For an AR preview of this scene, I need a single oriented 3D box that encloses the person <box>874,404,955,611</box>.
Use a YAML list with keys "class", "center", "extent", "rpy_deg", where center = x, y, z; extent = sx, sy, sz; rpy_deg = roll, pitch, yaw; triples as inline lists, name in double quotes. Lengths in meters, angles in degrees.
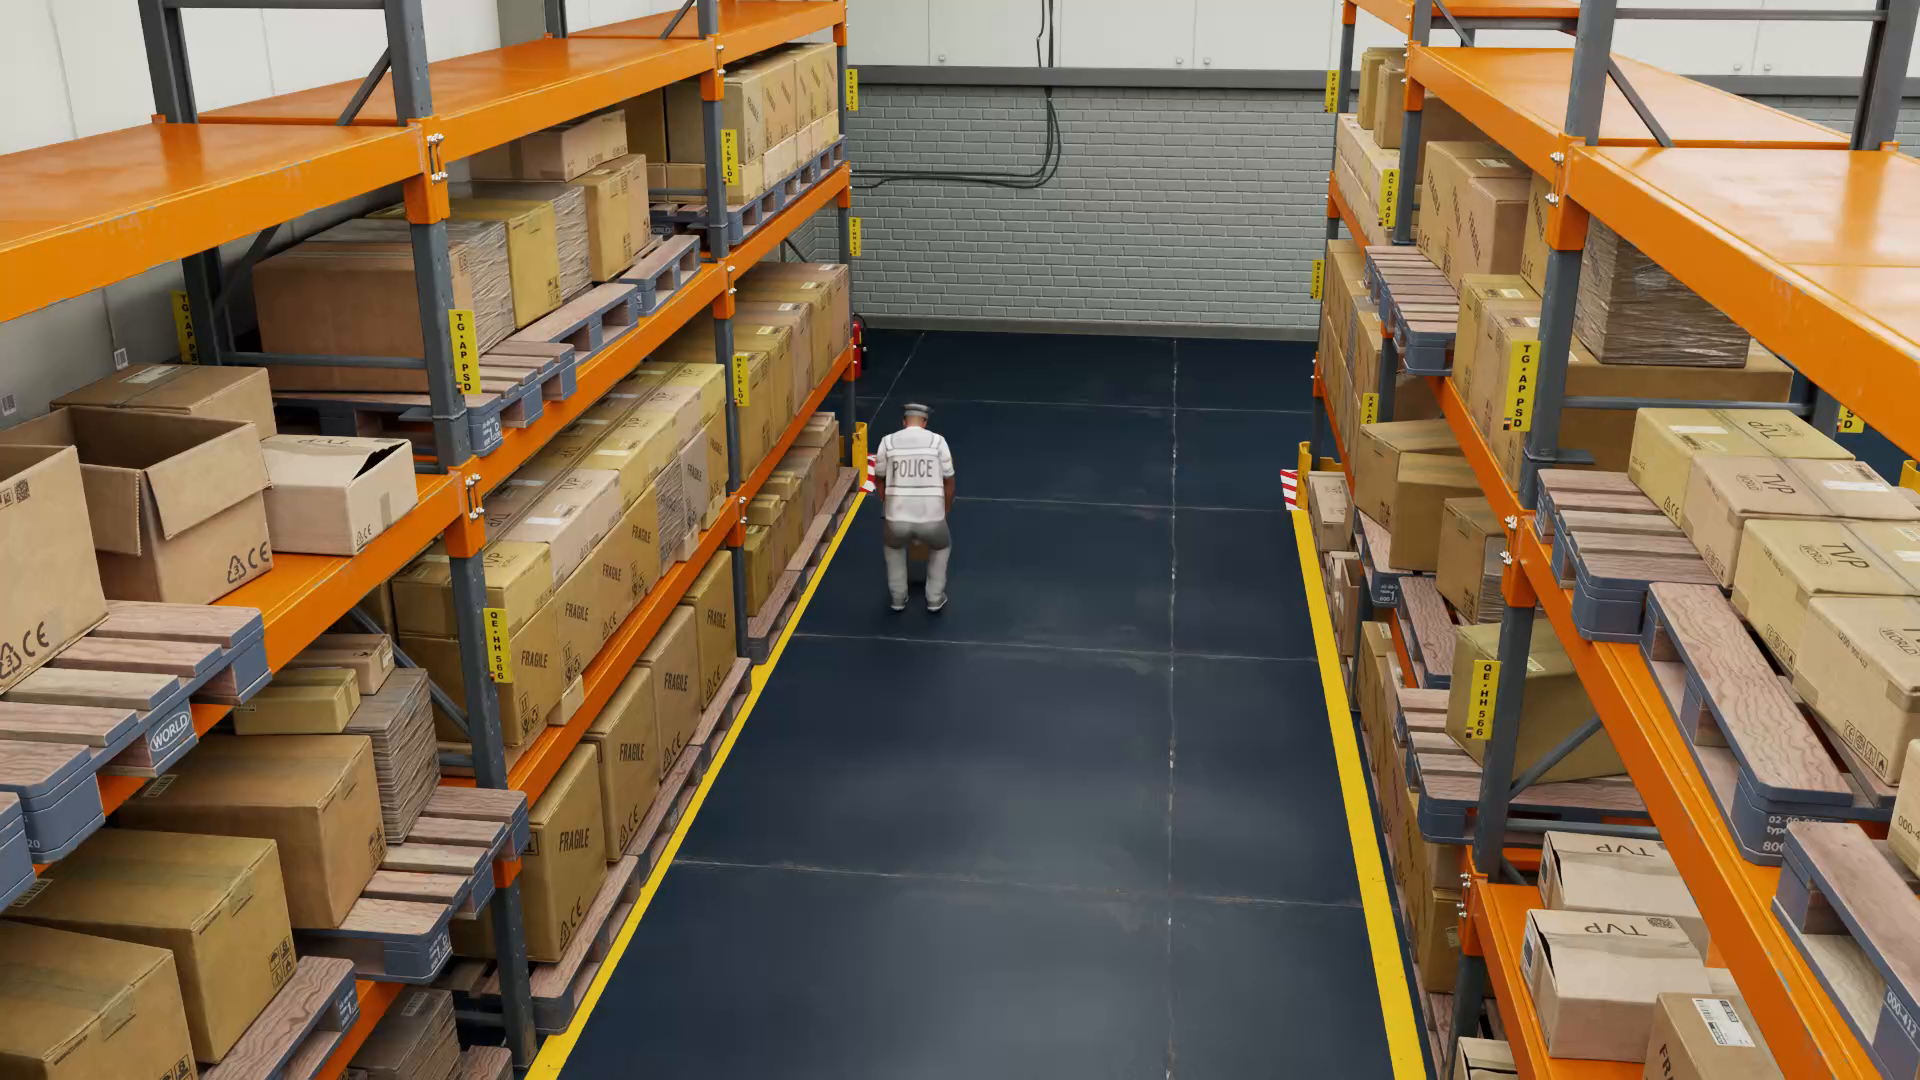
- class: "person"
  center: [-0.342, -0.224, 12.061]
  extent: [0.590, 1.467, 0.771]
  rpy_deg: [3, 21, 7]
